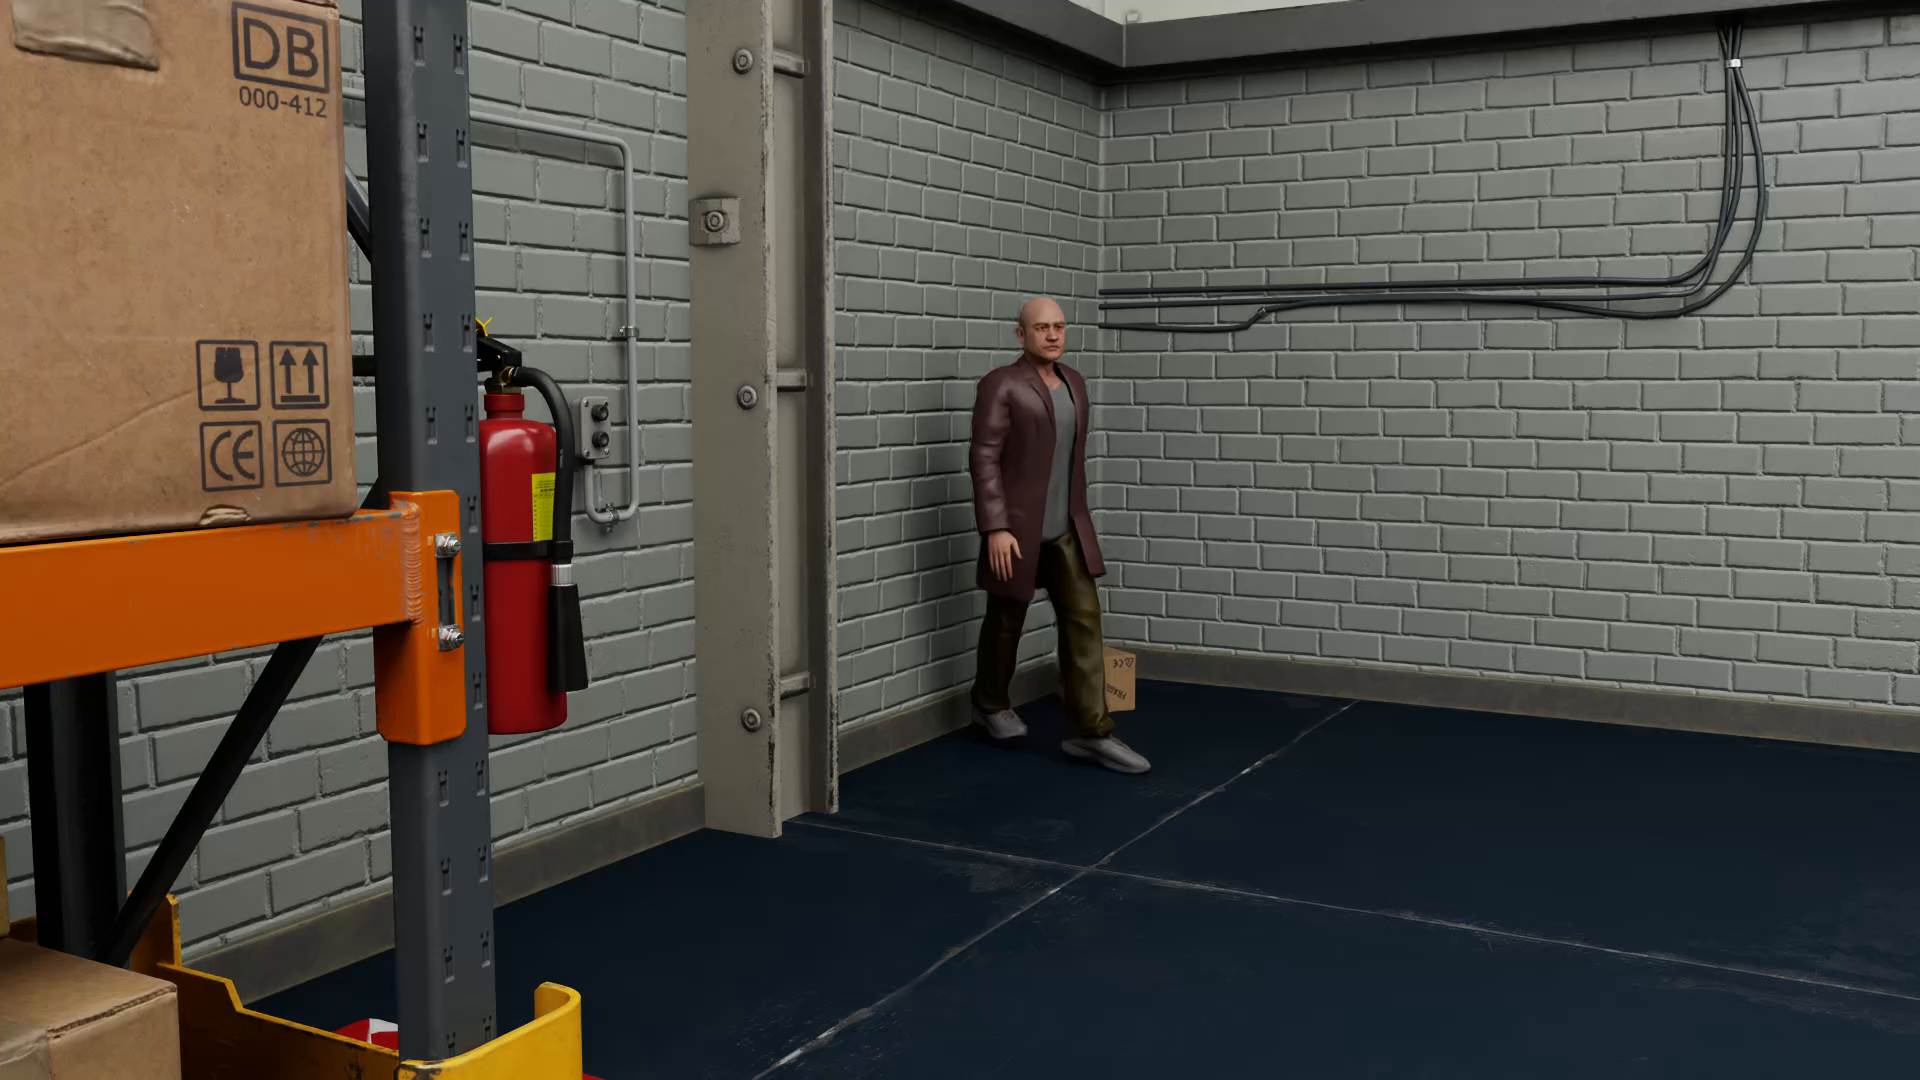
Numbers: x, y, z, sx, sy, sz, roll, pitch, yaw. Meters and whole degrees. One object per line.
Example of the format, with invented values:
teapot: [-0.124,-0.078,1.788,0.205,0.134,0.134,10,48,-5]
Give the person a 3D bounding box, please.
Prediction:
person: [0.276,-0.036,6.392,0.617,1.773,0.920,-3,7,-30]
